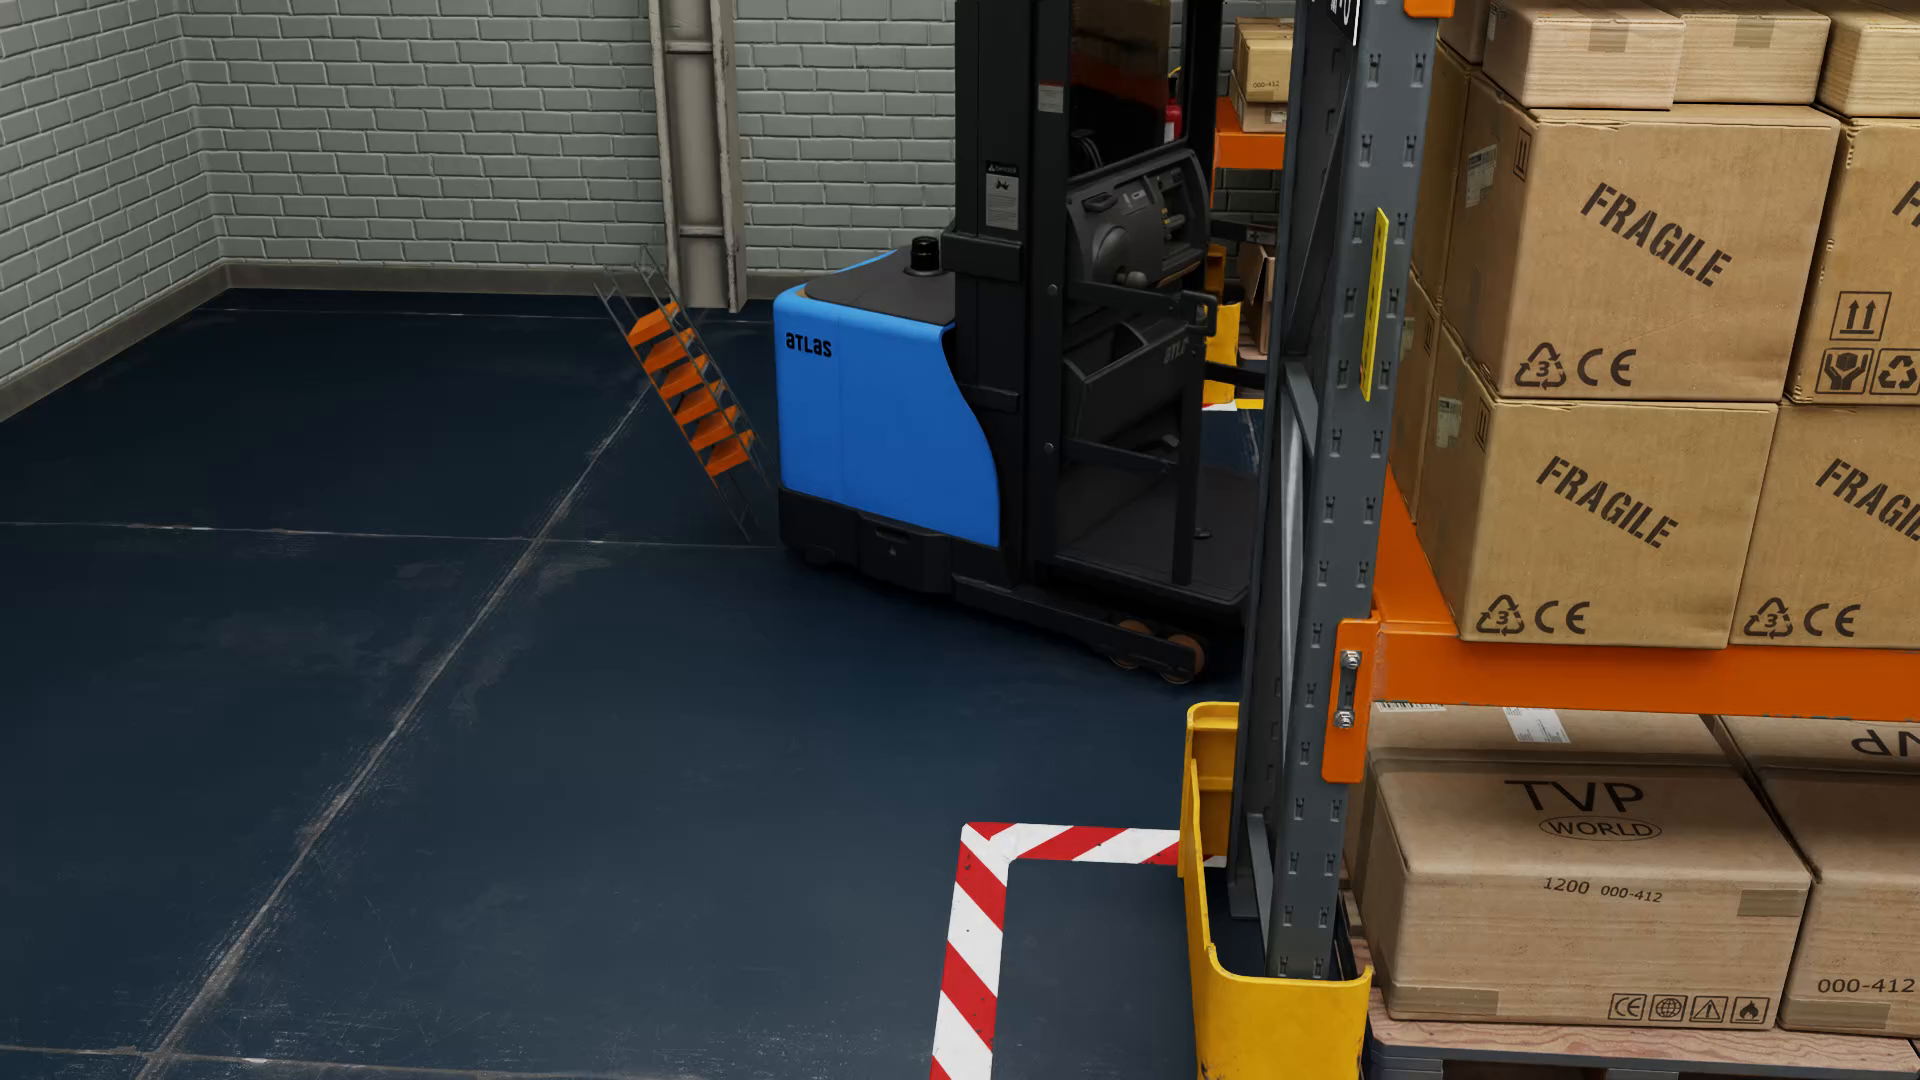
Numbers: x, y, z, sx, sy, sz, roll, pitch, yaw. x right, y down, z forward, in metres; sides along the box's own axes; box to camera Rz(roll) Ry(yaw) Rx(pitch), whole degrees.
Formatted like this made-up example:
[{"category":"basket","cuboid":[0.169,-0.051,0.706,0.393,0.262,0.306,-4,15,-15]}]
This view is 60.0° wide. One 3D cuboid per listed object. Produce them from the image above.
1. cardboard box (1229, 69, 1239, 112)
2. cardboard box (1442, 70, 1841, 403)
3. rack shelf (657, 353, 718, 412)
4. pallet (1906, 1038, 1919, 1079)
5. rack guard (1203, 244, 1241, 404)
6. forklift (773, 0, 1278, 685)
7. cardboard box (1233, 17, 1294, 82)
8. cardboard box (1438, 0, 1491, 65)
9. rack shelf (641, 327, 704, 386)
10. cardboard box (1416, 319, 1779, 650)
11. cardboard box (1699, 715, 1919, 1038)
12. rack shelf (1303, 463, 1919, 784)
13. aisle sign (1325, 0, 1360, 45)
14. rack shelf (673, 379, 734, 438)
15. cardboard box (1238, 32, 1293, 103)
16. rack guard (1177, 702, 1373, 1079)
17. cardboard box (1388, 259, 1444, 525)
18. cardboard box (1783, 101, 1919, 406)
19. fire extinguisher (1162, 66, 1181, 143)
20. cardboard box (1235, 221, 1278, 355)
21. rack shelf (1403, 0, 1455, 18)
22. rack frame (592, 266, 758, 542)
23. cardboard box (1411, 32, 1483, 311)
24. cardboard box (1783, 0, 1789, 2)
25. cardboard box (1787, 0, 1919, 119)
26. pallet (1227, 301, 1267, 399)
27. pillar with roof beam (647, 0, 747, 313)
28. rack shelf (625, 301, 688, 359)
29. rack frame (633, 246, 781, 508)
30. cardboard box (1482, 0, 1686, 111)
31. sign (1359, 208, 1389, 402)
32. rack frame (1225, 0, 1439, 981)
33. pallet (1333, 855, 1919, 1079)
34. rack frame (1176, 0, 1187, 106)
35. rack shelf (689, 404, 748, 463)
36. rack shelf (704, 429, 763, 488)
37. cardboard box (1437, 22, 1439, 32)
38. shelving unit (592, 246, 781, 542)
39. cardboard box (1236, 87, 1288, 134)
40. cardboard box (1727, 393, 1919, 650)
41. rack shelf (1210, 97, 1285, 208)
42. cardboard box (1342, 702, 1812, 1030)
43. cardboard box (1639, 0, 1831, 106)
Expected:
[{"category":"cardboard box","cuboid":[1.503,-2.270,8.396,0.250,0.149,0.380,2,25,3]},{"category":"cardboard box","cuboid":[1.233,-0.580,3.106,0.500,0.500,0.500,1,25,3]},{"category":"rack shelf","cuboid":[-1.070,-0.628,6.564,0.180,0.103,0.258,-24,22,12]},{"category":"pallet","cuboid":[2.792,1.086,4.138,1.213,0.211,1.003,2,25,4]},{"category":"rack guard","cuboid":[1.228,-1.145,8.641,0.348,0.500,1.175,2,25,4]},{"category":"forklift","cuboid":[0.796,-1.092,5.616,3.031,2.935,1.130,16,29,30]},{"category":"cardboard box","cuboid":[1.631,-2.446,8.301,0.500,0.250,0.500,3,25,6]},{"category":"cardboard box","cuboid":[1.149,-1.081,3.418,0.250,0.149,0.380,2,25,5]},{"category":"rack shelf","cuboid":[-1.123,-0.726,6.520,0.180,0.103,0.258,-24,22,12]},{"category":"cardboard box","cuboid":[1.233,-0.125,3.313,0.500,0.500,0.500,2,25,4]},{"category":"cardboard box","cuboid":[2.355,0.764,4.064,0.875,0.438,0.875,2,25,5]},{"category":"rack shelf","cuboid":[2.770,0.177,3.639,4.000,0.370,1.077,2,25,4]},{"category":"aisle sign","cuboid":[0.682,-1.277,2.826,0.004,0.787,0.394,2,25,4]},{"category":"rack shelf","cuboid":[-1.016,-0.530,6.608,0.180,0.103,0.258,-24,22,12]},{"category":"cardboard box","cuboid":[1.584,-2.223,7.817,0.500,0.250,0.500,2,25,4]},{"category":"rack guard","cuboid":[0.752,0.920,4.151,0.348,0.500,1.175,2,25,4]},{"category":"cardboard box","cuboid":[1.277,-0.355,3.813,0.500,0.500,0.500,2,25,4]},{"category":"cardboard box","cuboid":[1.748,-0.566,3.076,0.500,0.500,0.500,1,25,3]},{"category":"fire extinguisher","cuboid":[0.970,-1.891,7.809,0.183,0.674,0.296,2,25,4]},{"category":"cardboard box","cuboid":[1.755,-1.281,8.429,0.637,0.503,0.797,1,25,2]},{"category":"rack shelf","cuboid":[2.770,-1.186,3.012,4.000,0.370,1.077,2,25,4]},{"category":"rack frame","cuboid":[-1.117,-0.530,6.610,0.006,1.200,0.240,-24,22,12]},{"category":"cardboard box","cuboid":[1.275,-0.798,3.579,0.500,0.500,0.500,3,25,6]},{"category":"cardboard box","cuboid":[1.668,-1.109,3.481,0.250,0.149,0.380,2,25,3]},{"category":"cardboard box","cuboid":[1.626,-0.847,2.911,0.250,0.149,0.380,3,25,6]},{"category":"pallet","cuboid":[2.023,-0.989,8.647,1.213,0.211,1.003,2,25,4]},{"category":"pillar with roof beam","cuboid":[-1.797,-3.676,3.974,0.400,9.000,9.100,2,25,4]},{"category":"rack shelf","cuboid":[-1.177,-0.824,6.476,0.180,0.103,0.258,-24,22,12]},{"category":"rack frame","cuboid":[-0.954,-0.603,6.573,0.006,1.200,0.240,-24,22,12]},{"category":"cardboard box","cuboid":[1.109,-0.882,2.986,0.250,0.149,0.380,2,25,5]},{"category":"sign","cuboid":[0.727,-0.412,2.927,0.005,0.325,0.100,2,25,4]},{"category":"rack frame","cuboid":[0.776,-0.214,3.627,0.127,3.000,1.000,2,25,4]},{"category":"pallet","cuboid":[1.579,1.046,4.225,1.213,0.211,1.003,2,25,4]},{"category":"rack frame","cuboid":[1.152,-2.283,8.123,0.127,3.000,1.000,2,25,4]},{"category":"rack shelf","cuboid":[-0.962,-0.432,6.651,0.180,0.103,0.258,-24,22,12]},{"category":"rack shelf","cuboid":[-0.908,-0.334,6.695,0.180,0.103,0.258,-24,22,12]},{"category":"cardboard box","cuboid":[2.145,-2.429,8.264,0.500,0.250,0.500,2,25,4]},{"category":"shelving unit","cuboid":[-1.036,-0.566,6.591,0.189,1.200,0.258,-24,22,12]},{"category":"cardboard box","cuboid":[1.459,-2.044,7.905,0.250,0.149,0.380,2,25,4]},{"category":"cardboard box","cuboid":[1.739,-0.120,3.303,0.500,0.500,0.500,1,25,3]},{"category":"rack shelf","cuboid":[3.146,-1.892,8.135,4.000,0.370,1.077,2,25,4]},{"category":"cardboard box","cuboid":[1.442,0.738,4.120,0.875,0.438,0.875,1,25,2]},{"category":"cardboard box","cuboid":[1.375,-0.903,3.033,0.250,0.149,0.380,2,25,5]}]
